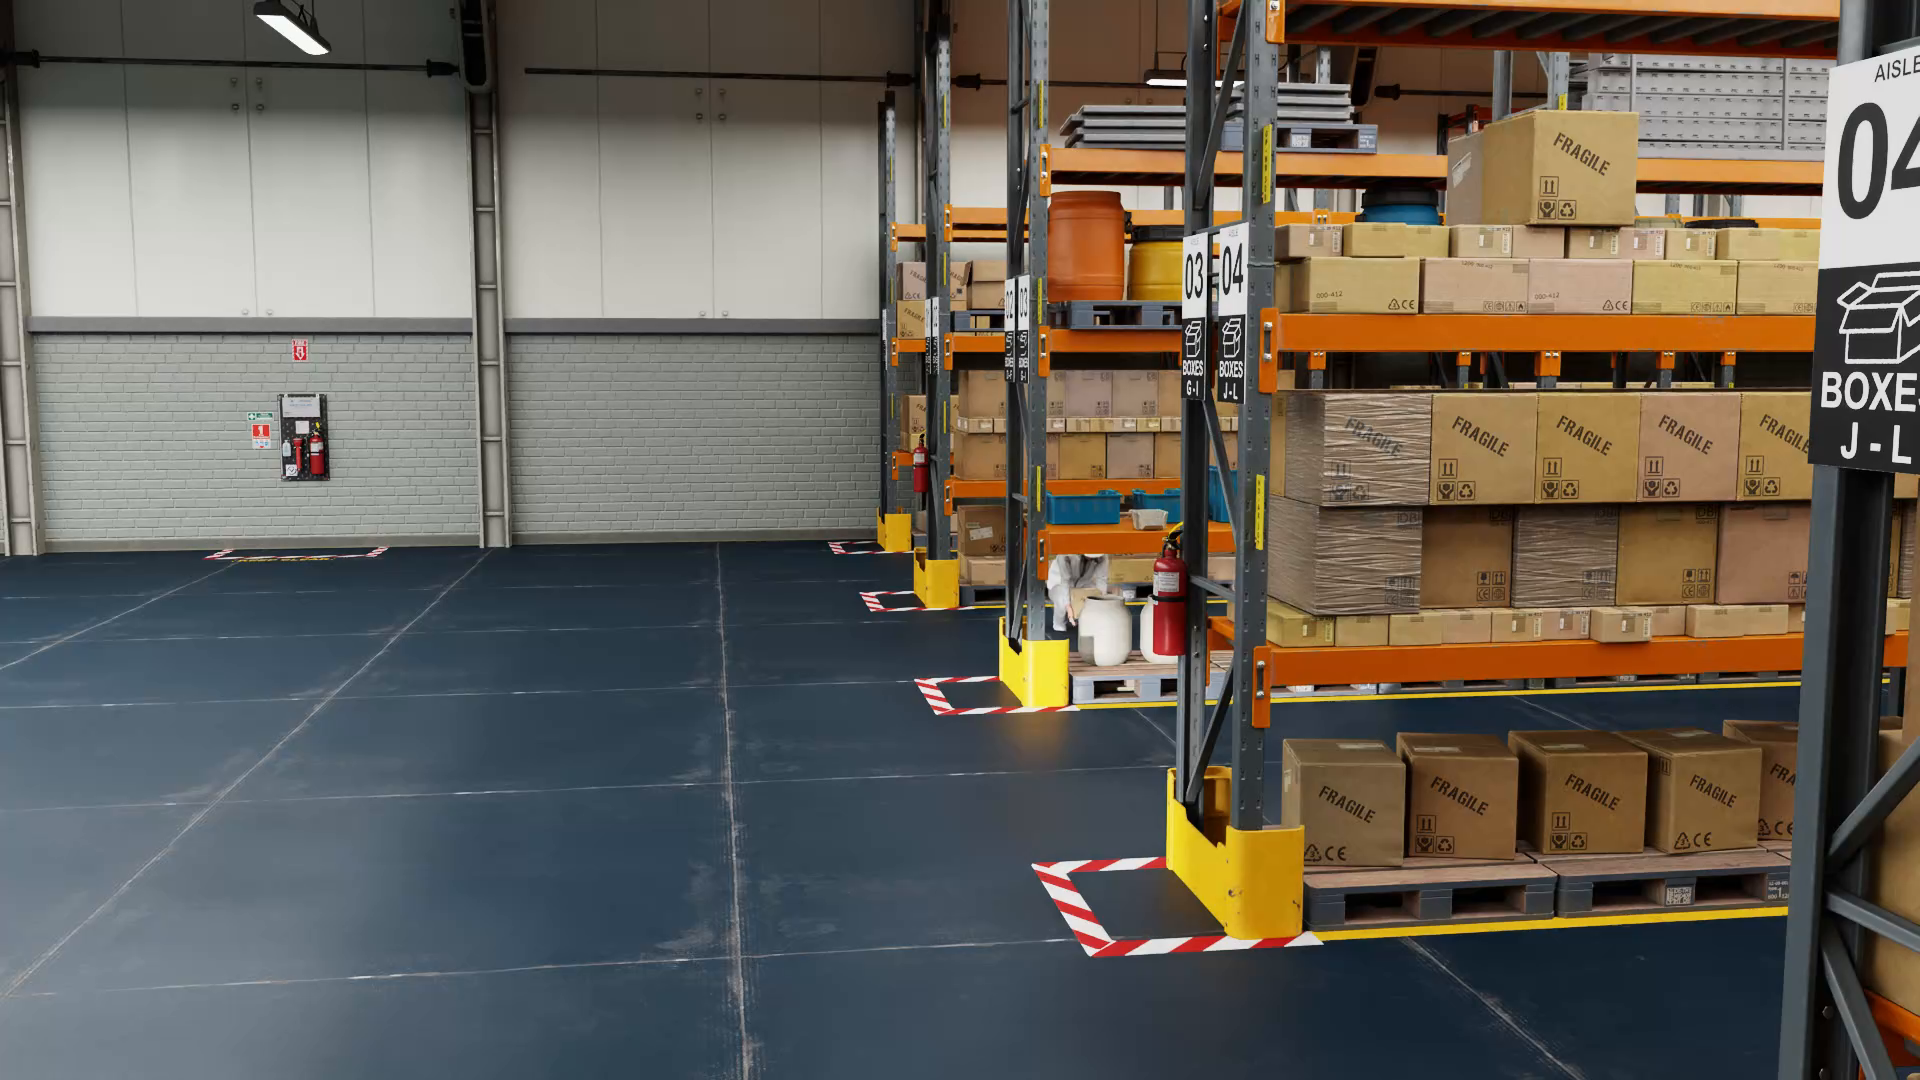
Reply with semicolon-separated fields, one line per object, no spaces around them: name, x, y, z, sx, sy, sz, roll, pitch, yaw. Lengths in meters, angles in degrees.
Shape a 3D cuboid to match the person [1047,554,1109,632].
person;1.125;0.376;15.714;0.524;1.014;0.871;-1;7;-9
